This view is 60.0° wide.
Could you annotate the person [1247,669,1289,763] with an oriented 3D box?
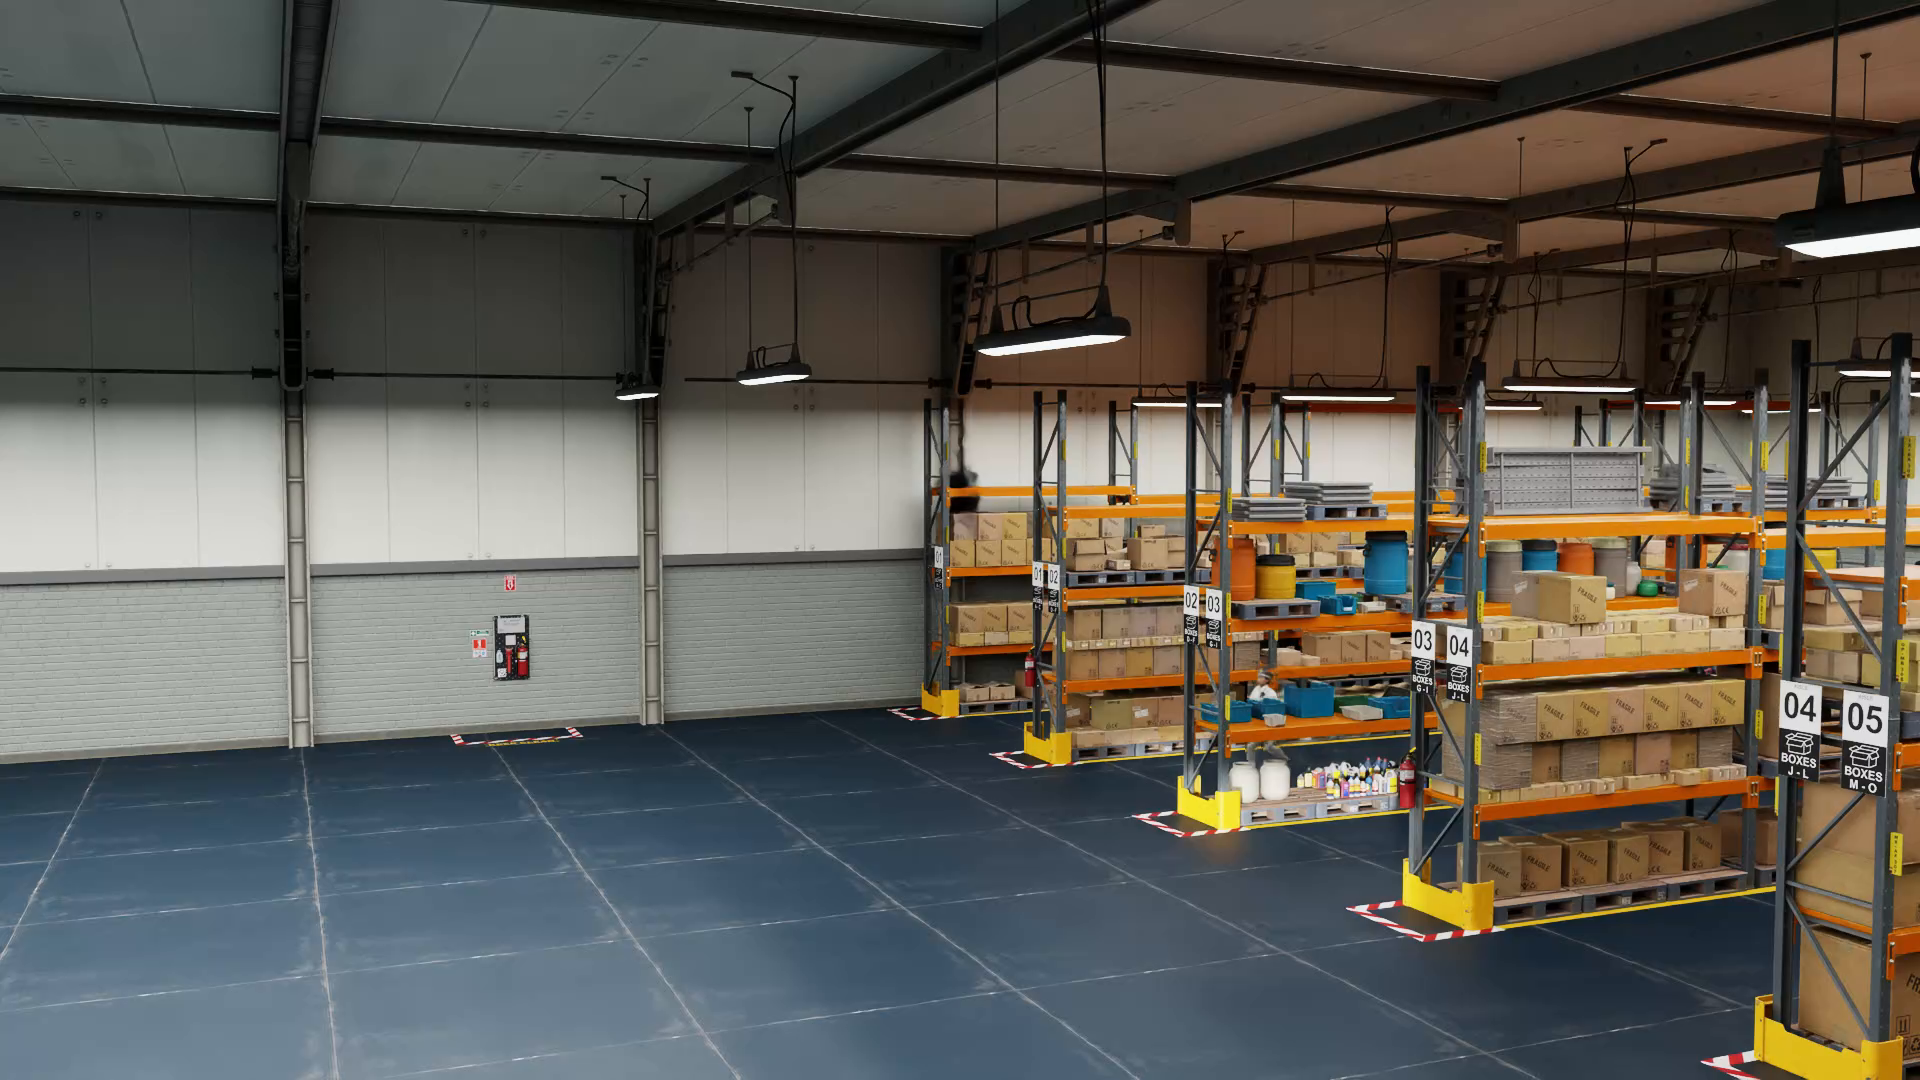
[{"bbox_3d":[4.644,2.801,25.548,0.908,1.673,0.618,-2,4,-35],"label":"person"}]
